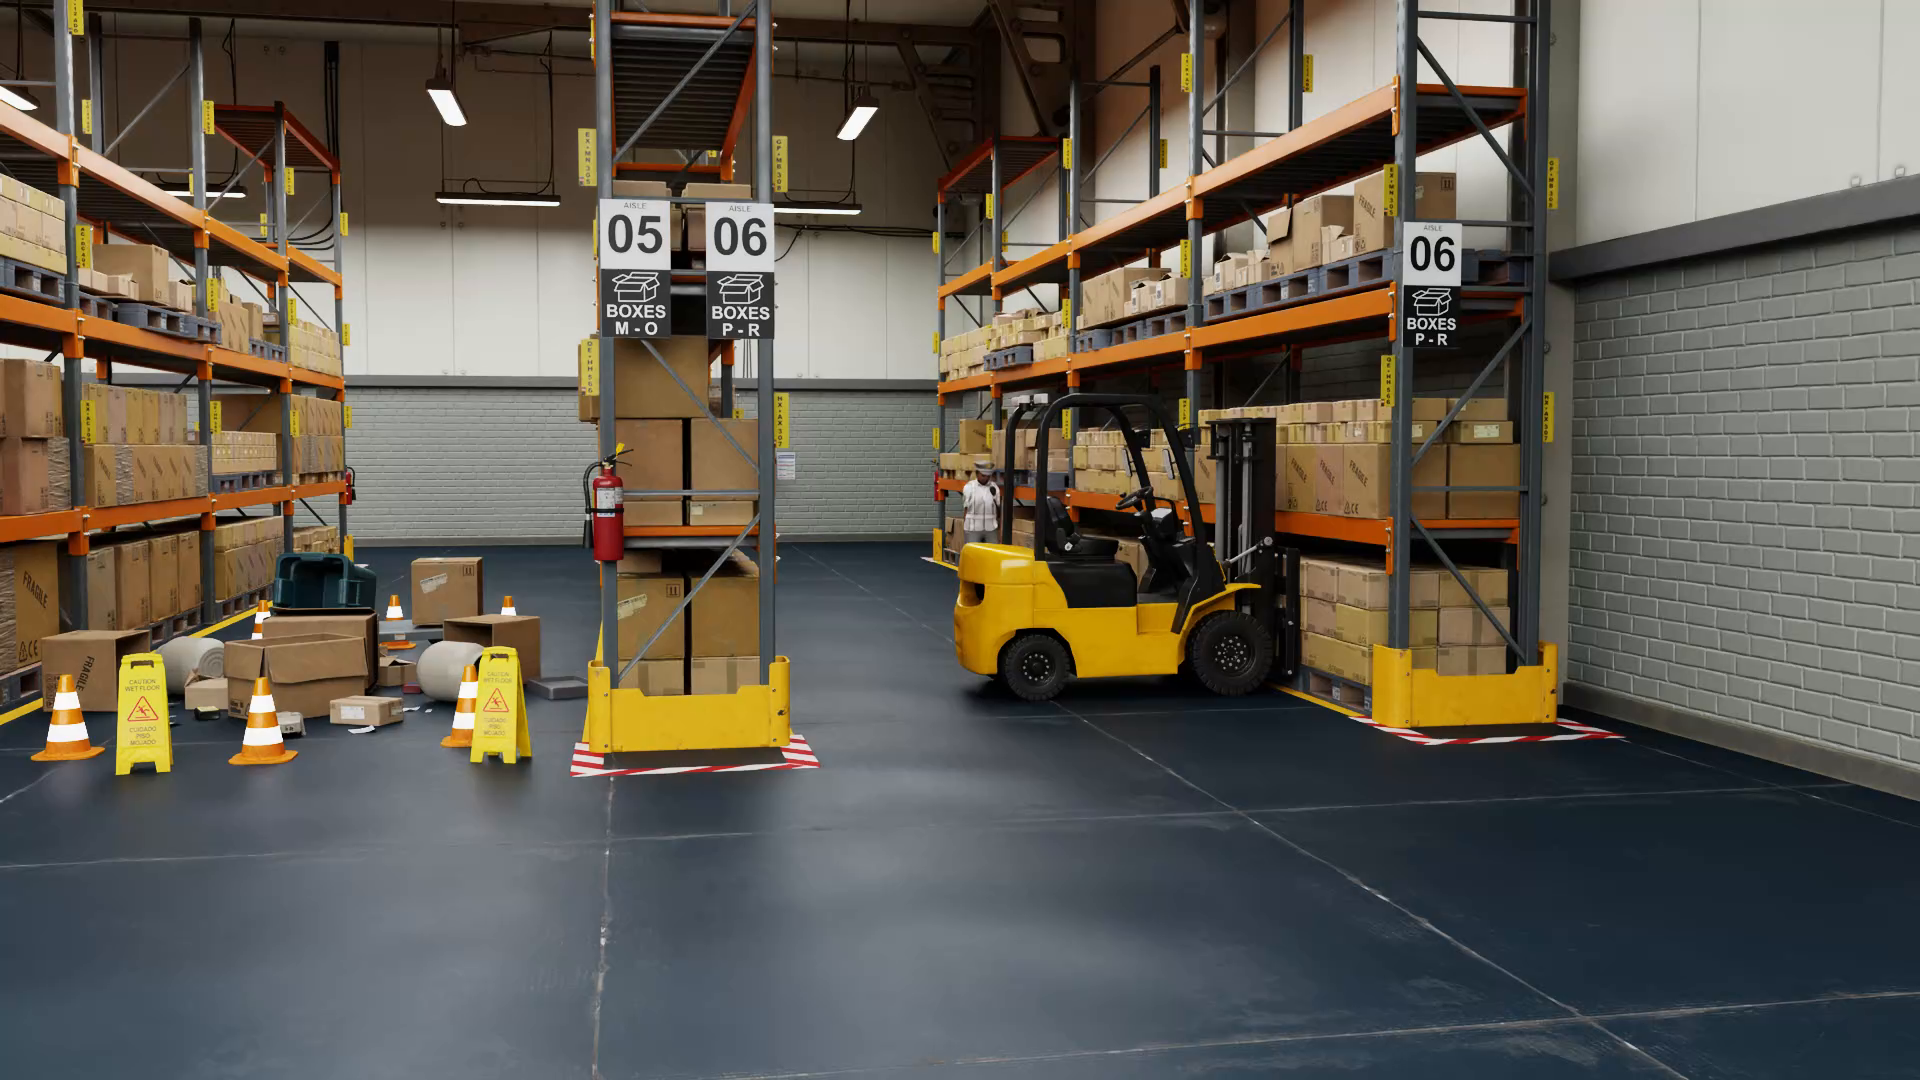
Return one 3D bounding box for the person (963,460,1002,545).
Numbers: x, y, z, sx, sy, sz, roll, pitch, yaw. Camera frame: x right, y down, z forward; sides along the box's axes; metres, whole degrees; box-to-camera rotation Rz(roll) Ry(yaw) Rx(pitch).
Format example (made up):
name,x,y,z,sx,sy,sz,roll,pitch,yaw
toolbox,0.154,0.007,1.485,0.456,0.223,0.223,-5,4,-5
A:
name,x,y,z,sx,sy,sz,roll,pitch,yaw
person,0.253,-0.057,18.368,0.441,1.654,0.337,-1,3,-15
